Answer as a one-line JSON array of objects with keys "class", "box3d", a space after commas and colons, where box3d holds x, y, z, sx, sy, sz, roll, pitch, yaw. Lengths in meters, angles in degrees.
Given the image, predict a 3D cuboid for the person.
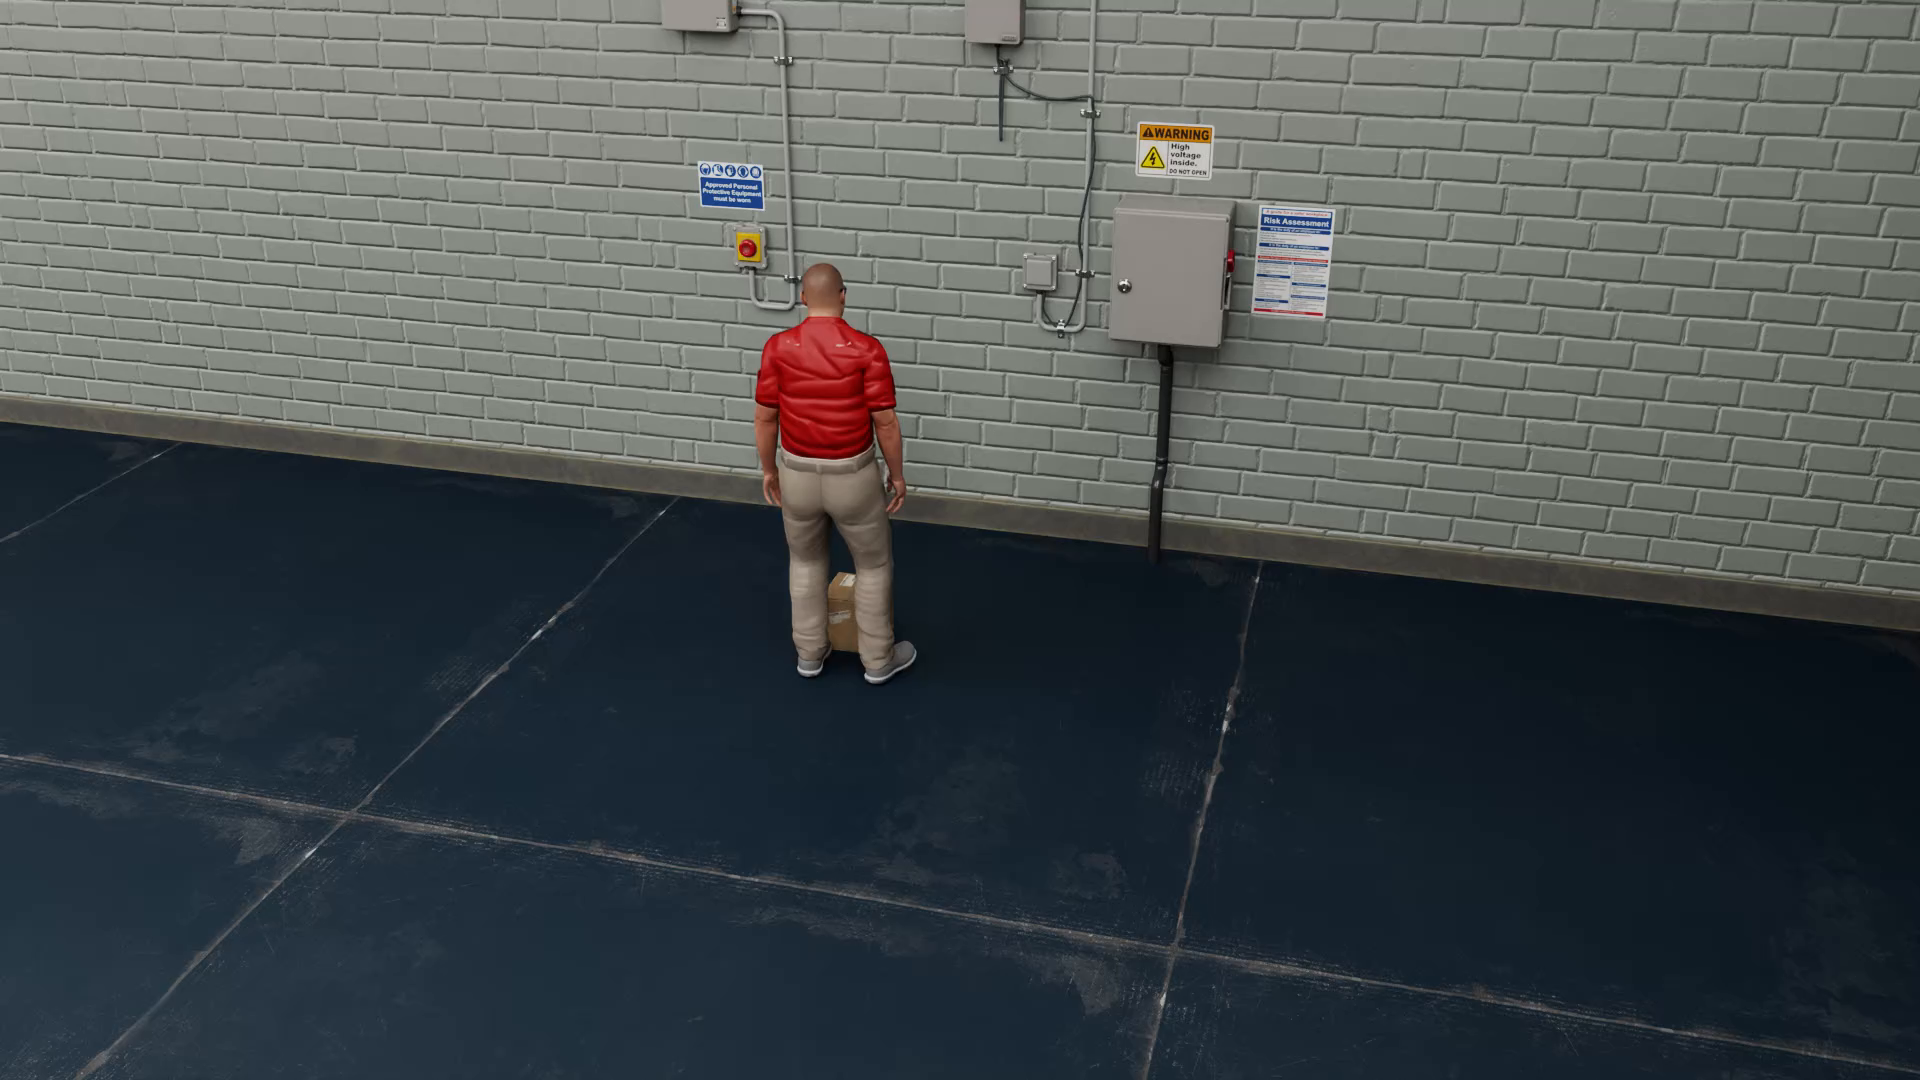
[{"class": "person", "box3d": [-0.504, -0.206, 6.669, 0.603, 1.636, 0.393, 5, 26, 10]}]
